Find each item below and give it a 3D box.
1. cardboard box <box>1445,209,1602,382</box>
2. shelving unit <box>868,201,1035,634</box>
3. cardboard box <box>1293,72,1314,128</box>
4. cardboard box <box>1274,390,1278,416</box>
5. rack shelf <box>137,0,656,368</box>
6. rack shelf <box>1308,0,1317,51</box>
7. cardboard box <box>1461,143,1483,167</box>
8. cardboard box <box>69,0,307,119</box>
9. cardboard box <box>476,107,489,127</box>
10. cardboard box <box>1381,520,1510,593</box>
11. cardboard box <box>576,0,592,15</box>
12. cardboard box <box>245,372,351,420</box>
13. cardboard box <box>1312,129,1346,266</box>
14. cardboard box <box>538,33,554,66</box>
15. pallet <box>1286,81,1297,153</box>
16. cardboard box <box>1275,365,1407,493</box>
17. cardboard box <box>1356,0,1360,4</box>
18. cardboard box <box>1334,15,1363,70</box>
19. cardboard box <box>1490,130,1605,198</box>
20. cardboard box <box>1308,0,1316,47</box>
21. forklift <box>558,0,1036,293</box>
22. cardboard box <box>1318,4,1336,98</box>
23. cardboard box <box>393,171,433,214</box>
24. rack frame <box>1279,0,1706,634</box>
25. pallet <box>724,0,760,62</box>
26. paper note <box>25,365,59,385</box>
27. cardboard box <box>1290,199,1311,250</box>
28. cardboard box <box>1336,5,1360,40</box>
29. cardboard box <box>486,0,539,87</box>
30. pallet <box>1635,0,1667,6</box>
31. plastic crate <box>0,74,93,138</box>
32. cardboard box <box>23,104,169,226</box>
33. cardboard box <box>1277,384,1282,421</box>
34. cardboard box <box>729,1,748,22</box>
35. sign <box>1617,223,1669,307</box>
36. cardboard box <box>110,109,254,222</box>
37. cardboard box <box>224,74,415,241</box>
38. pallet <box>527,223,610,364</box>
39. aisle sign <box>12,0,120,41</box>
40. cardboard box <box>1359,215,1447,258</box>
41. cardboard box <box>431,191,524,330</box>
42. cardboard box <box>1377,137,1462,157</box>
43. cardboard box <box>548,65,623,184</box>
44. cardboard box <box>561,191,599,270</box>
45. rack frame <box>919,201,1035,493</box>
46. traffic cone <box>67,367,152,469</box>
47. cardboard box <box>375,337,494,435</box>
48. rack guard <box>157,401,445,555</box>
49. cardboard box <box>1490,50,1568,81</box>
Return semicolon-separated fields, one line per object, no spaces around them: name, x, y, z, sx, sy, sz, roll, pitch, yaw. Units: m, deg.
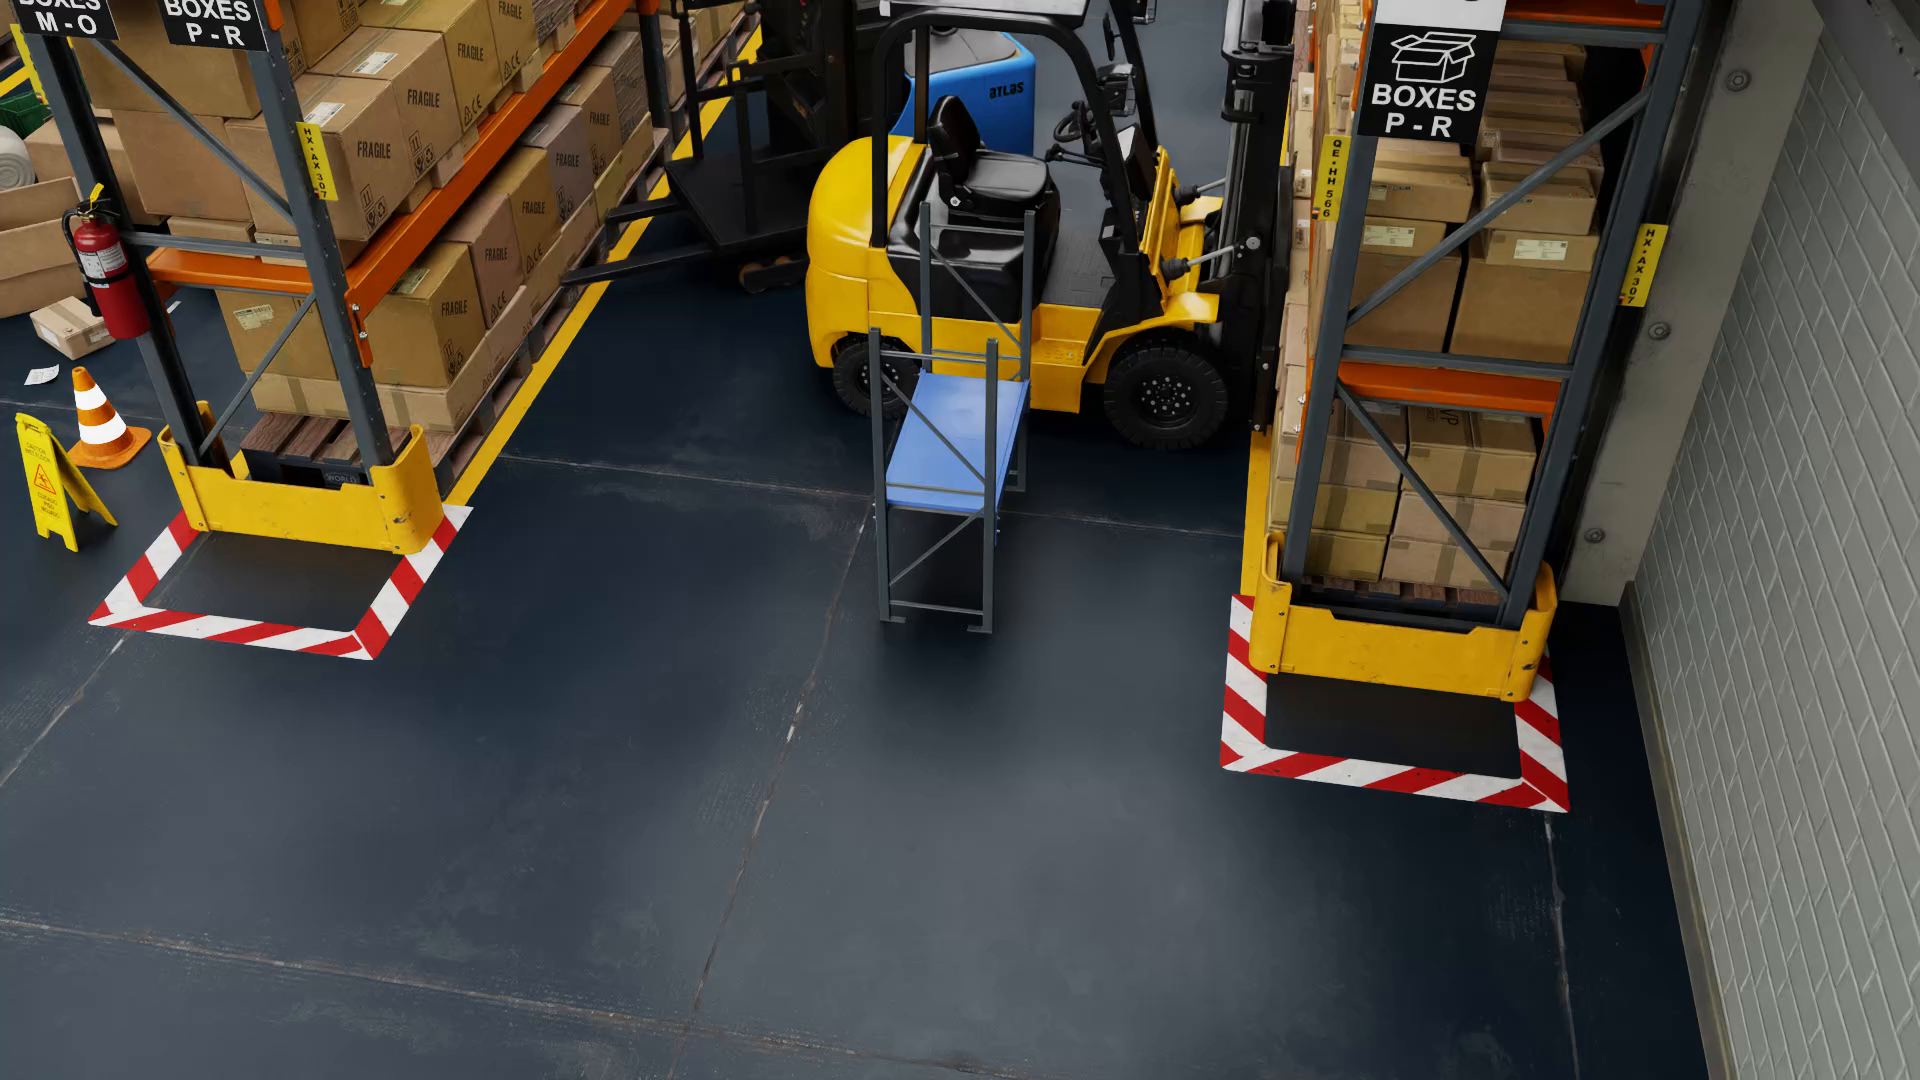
cardboard box;2.196;-0.980;6.502;0.500;0.500;0.500;8;40;9
shelving unit;-0.015;-0.524;7.207;0.538;1.500;1.048;6;40;8
cardboard box;2.137;-2.390;9.330;0.500;0.250;0.500;6;40;7
cardboard box;1.798;-0.717;8.091;0.500;0.250;0.500;7;40;8
rack shelf;-2.706;-2.184;8.602;1.077;0.370;4.000;6;40;8
rack shelf;2.876;-4.149;10.979;1.077;0.370;4.000;6;40;8
cardboard box;2.182;-1.454;6.567;0.380;0.149;0.250;6;40;7
cardboard box;-3.179;-2.089;6.826;0.700;0.500;0.500;5;40;7
cardboard box;-2.547;-2.110;8.145;0.380;0.149;0.250;8;40;9
cardboard box;2.115;-0.050;7.284;0.500;0.250;0.500;7;40;8
cardboard box;-2.274;-3.072;9.308;0.380;0.149;0.250;7;40;8
cardboard box;-3.173;-0.860;8.264;0.500;0.250;0.500;6;40;7
cardboard box;1.763;-1.362;6.965;0.500;0.500;0.500;8;40;9
cardboard box;-2.362;-2.589;8.724;0.380;0.149;0.250;6;40;7
pallet;2.618;-2.563;10.684;1.003;0.211;1.213;6;40;8
cardboard box;1.610;-0.472;7.010;0.500;0.250;0.500;8;40;9
cardboard box;2.037;-2.590;7.707;0.380;0.149;0.250;6;40;7
cardboard box;1.814;-2.124;7.144;0.380;0.149;0.250;7;40;9
cardboard box;2.213;-1.411;6.282;0.380;0.149;0.250;8;40;9
cardboard box;2.879;-3.705;11.411;0.875;0.625;0.625;5;40;6
forklift;-1.116;-2.915;8.975;3.031;2.935;1.130;-16;42;-19
cardboard box;2.035;-2.313;8.116;0.500;0.500;0.500;6;40;7
cardboard box;-2.634;-1.617;7.549;0.380;0.149;0.250;5;40;6
rack frame;1.837;-0.661;6.195;1.000;3.000;0.127;6;40;8
pallet;-2.018;-3.898;12.299;1.003;0.211;1.213;6;40;8
paper note;-4.849;-0.874;8.783;0.148;0.019;0.142;-6;40;-8
cardboard box;1.865;-1.428;8.166;0.500;0.250;0.500;6;40;7
cardboard box;1.928;-2.320;7.615;0.380;0.149;0.250;6;40;7
cardboard box;-2.444;-2.591;8.218;0.500;0.500;0.500;6;40;7
pallet;1.985;-2.224;5.801;1.003;0.211;1.213;6;40;8
plastic crate;-5.993;-2.883;11.045;0.450;0.188;0.662;20;43;37
cardboard box;-5.088;-2.265;9.989;0.797;0.637;0.503;6;40;8
cardboard box;1.711;-0.609;7.569;0.500;0.250;0.500;6;40;7
cardboard box;-2.032;-4.083;12.067;0.950;0.372;0.625;8;40;9
sign;2.383;-0.960;5.816;0.100;0.325;0.005;6;40;8
cardboard box;-3.230;-1.730;7.176;0.500;0.500;0.500;6;40;7
cardboard box;-2.697;-1.626;7.050;0.500;0.500;0.500;6;40;7
pallet;-2.650;-1.448;9.336;1.003;0.211;1.213;6;40;8
aisle sign;-3.349;-2.201;6.018;0.394;0.787;0.004;6;40;8
cardboard box;1.621;-1.198;6.257;0.380;0.149;0.250;7;40;8
cardboard box;-2.551;-1.416;8.349;0.500;0.500;0.500;5;40;6
cardboard box;1.704;-1.470;6.353;0.380;0.149;0.250;6;40;8
cardboard box;-2.284;-2.387;9.523;0.500;0.500;0.500;7;40;8
cardboard box;-2.372;-1.764;9.357;0.500;0.250;0.500;7;40;8
rack frame;0.073;-0.844;7.593;0.500;1.500;0.032;6;40;8
traffic cone;-4.248;-0.640;8.161;0.336;0.463;0.334;6;40;8
cardboard box;-2.640;-0.784;8.172;0.500;0.250;0.500;6;40;7
rack guard;-3.039;-0.290;7.709;1.175;0.500;0.348;6;40;8
cardboard box;2.294;-1.901;6.874;0.380;0.149;0.250;8;40;9
